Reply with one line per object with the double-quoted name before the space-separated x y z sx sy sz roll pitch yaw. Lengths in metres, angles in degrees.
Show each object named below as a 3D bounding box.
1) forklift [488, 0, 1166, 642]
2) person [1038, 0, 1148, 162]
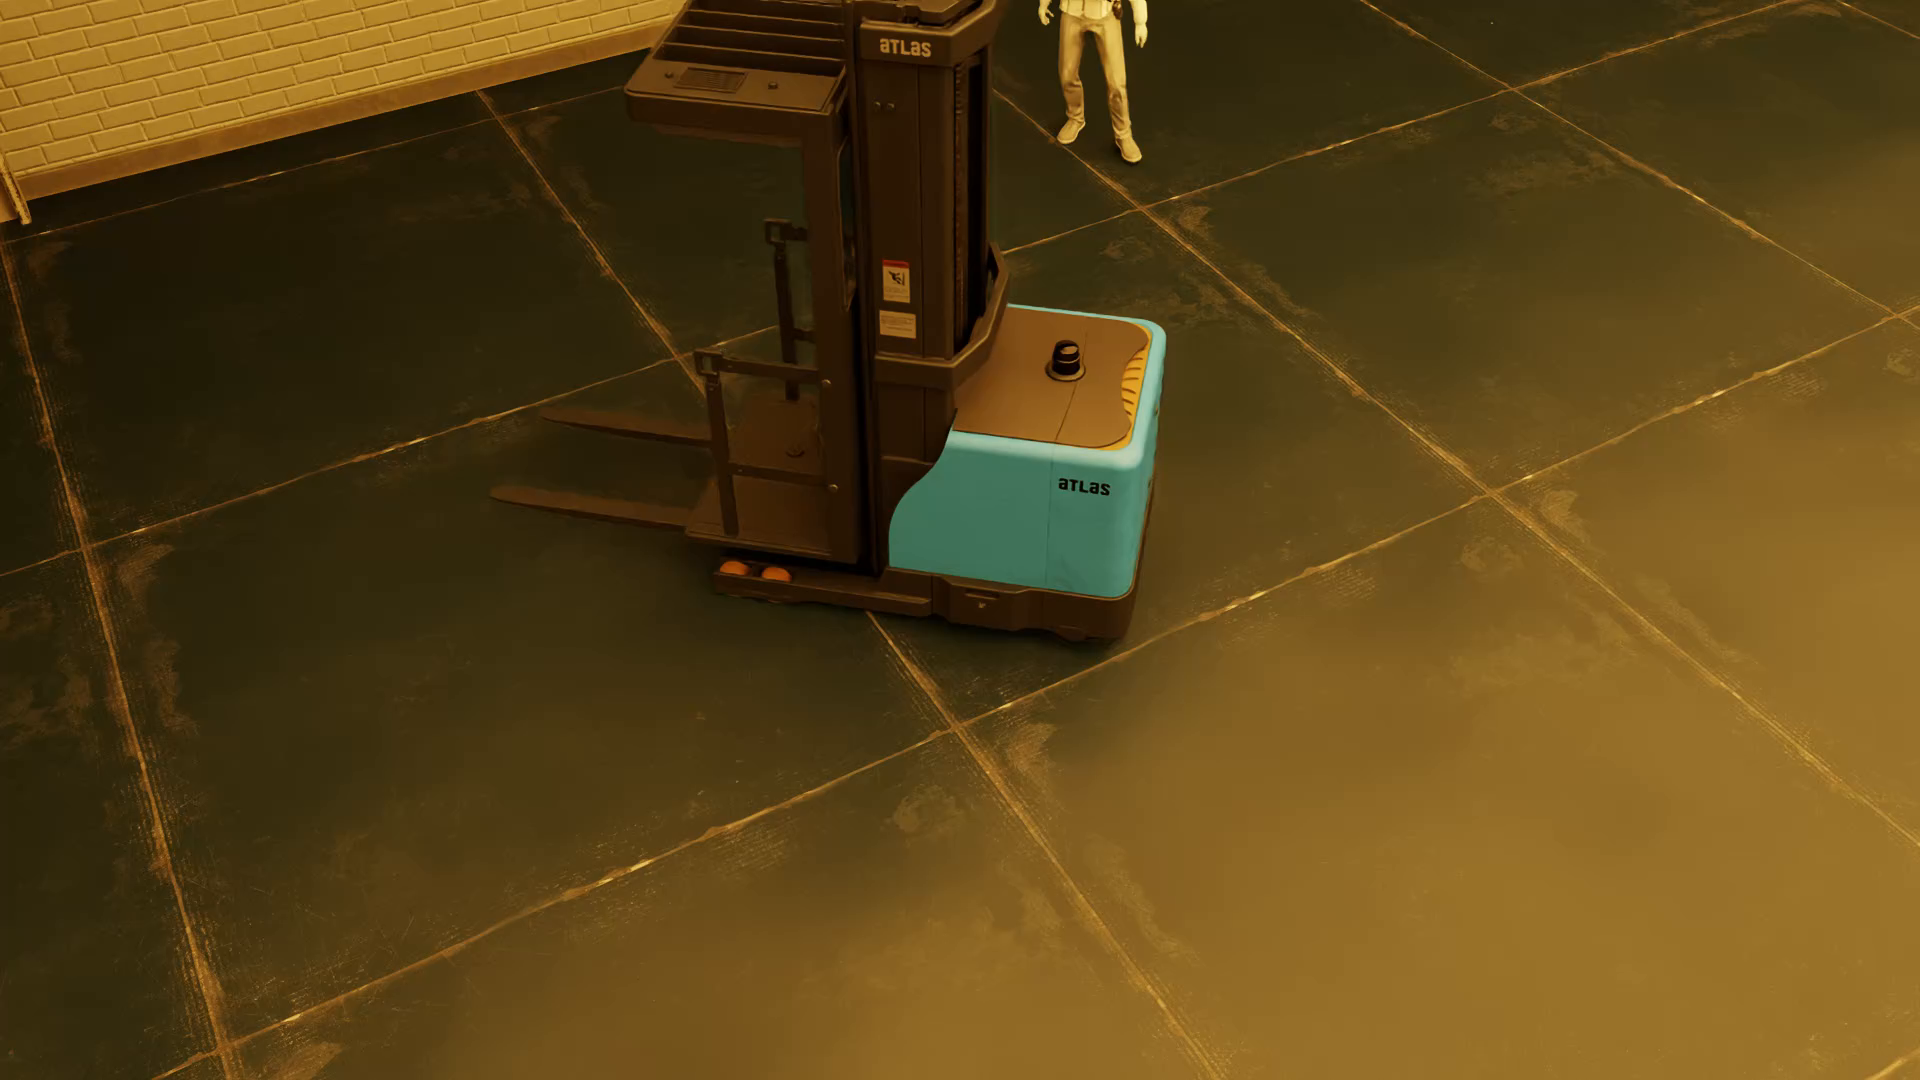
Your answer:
"forklift" -0.650 -1.133 6.919 3.031 2.935 1.130 8 43 8
"person" 0.813 -3.139 10.042 0.780 1.638 0.376 16 45 16
